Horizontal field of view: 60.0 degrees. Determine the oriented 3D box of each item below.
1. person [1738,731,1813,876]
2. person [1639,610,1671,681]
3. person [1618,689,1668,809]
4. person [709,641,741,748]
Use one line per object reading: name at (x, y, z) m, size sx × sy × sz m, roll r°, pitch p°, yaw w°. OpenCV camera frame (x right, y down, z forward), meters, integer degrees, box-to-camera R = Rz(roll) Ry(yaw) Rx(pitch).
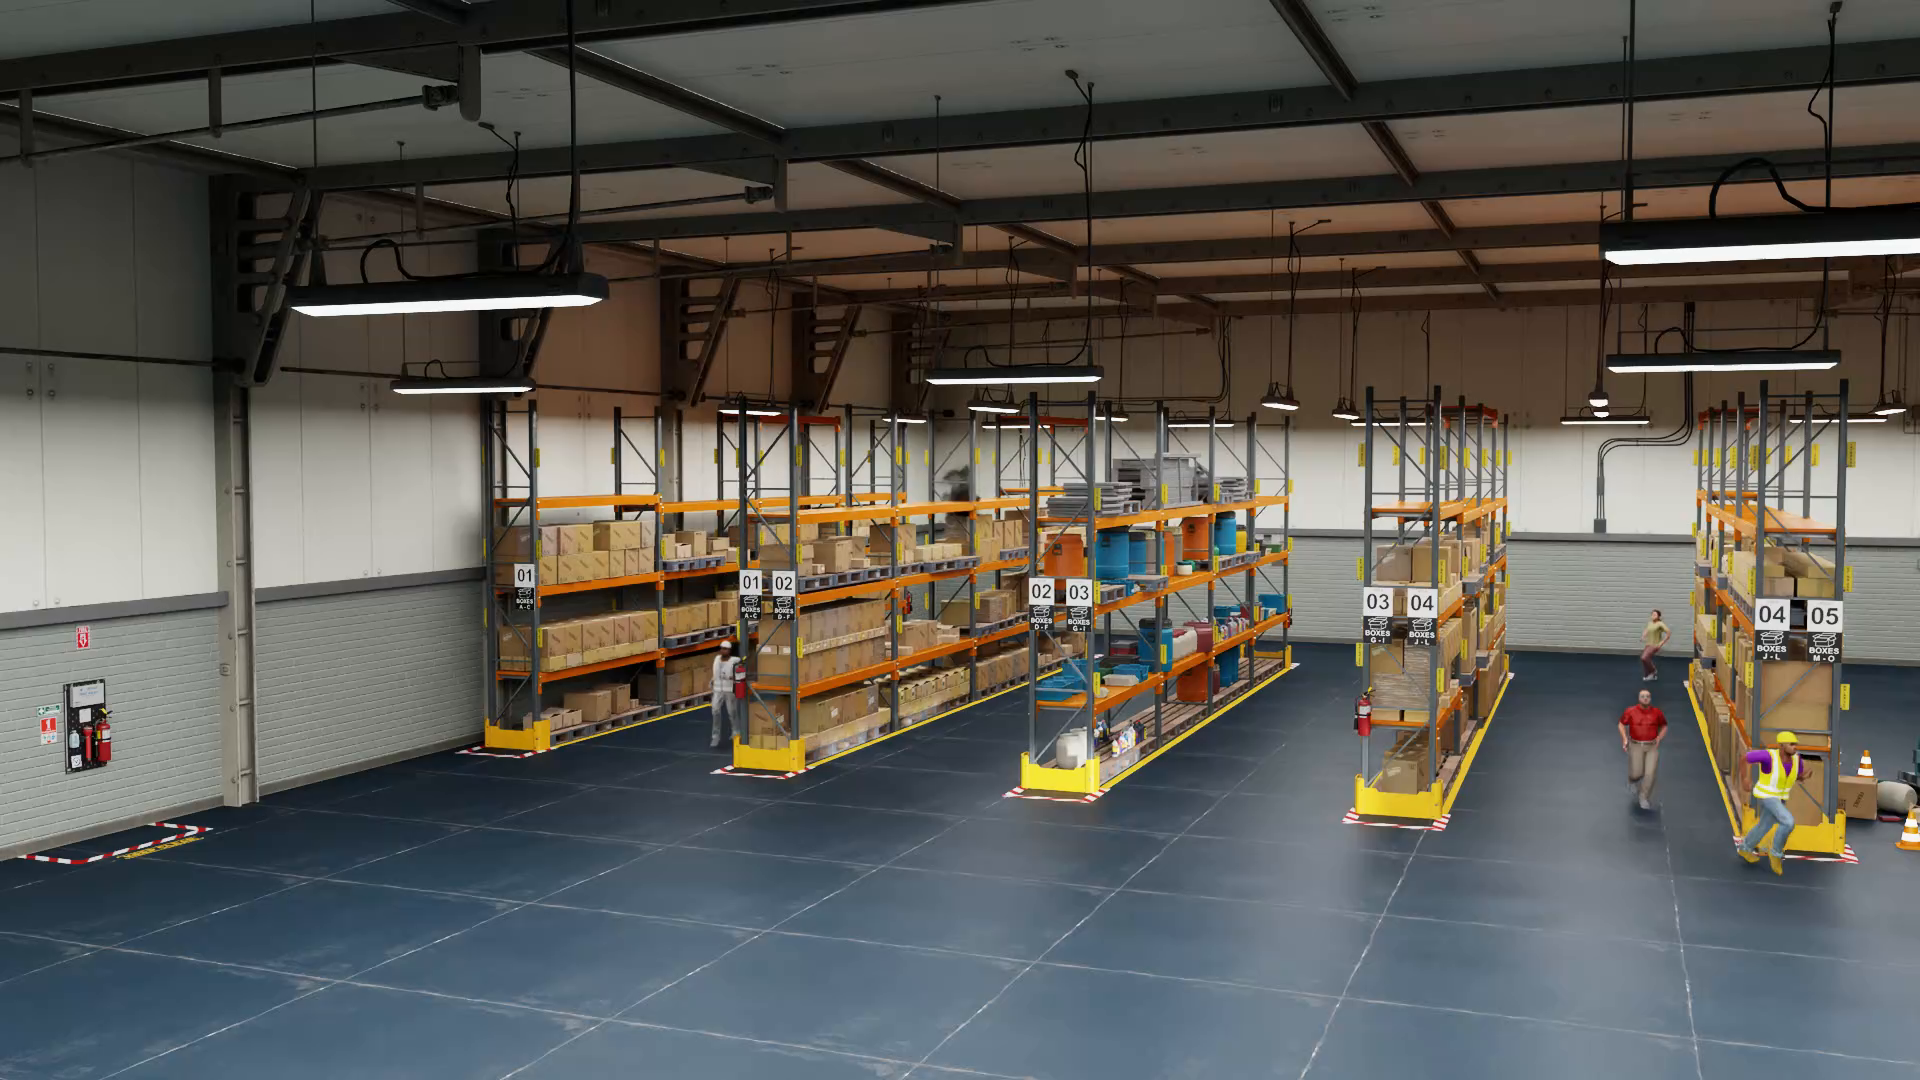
person at (9.821, 3.147, 20.114) m, size 0.685 × 1.732 × 0.925 m, roll -1°, pitch 3°, yaw -26°
person at (15.459, 2.360, 37.115) m, size 0.579 × 1.618 × 0.640 m, roll -1°, pitch 3°, yaw -17°
person at (9.837, 2.992, 23.931) m, size 0.665 × 1.685 × 0.603 m, roll 1°, pitch 3°, yaw 14°
person at (-4.089, 2.669, 29.056) m, size 0.690 × 1.836 × 0.790 m, roll 1°, pitch 3°, yaw 15°
